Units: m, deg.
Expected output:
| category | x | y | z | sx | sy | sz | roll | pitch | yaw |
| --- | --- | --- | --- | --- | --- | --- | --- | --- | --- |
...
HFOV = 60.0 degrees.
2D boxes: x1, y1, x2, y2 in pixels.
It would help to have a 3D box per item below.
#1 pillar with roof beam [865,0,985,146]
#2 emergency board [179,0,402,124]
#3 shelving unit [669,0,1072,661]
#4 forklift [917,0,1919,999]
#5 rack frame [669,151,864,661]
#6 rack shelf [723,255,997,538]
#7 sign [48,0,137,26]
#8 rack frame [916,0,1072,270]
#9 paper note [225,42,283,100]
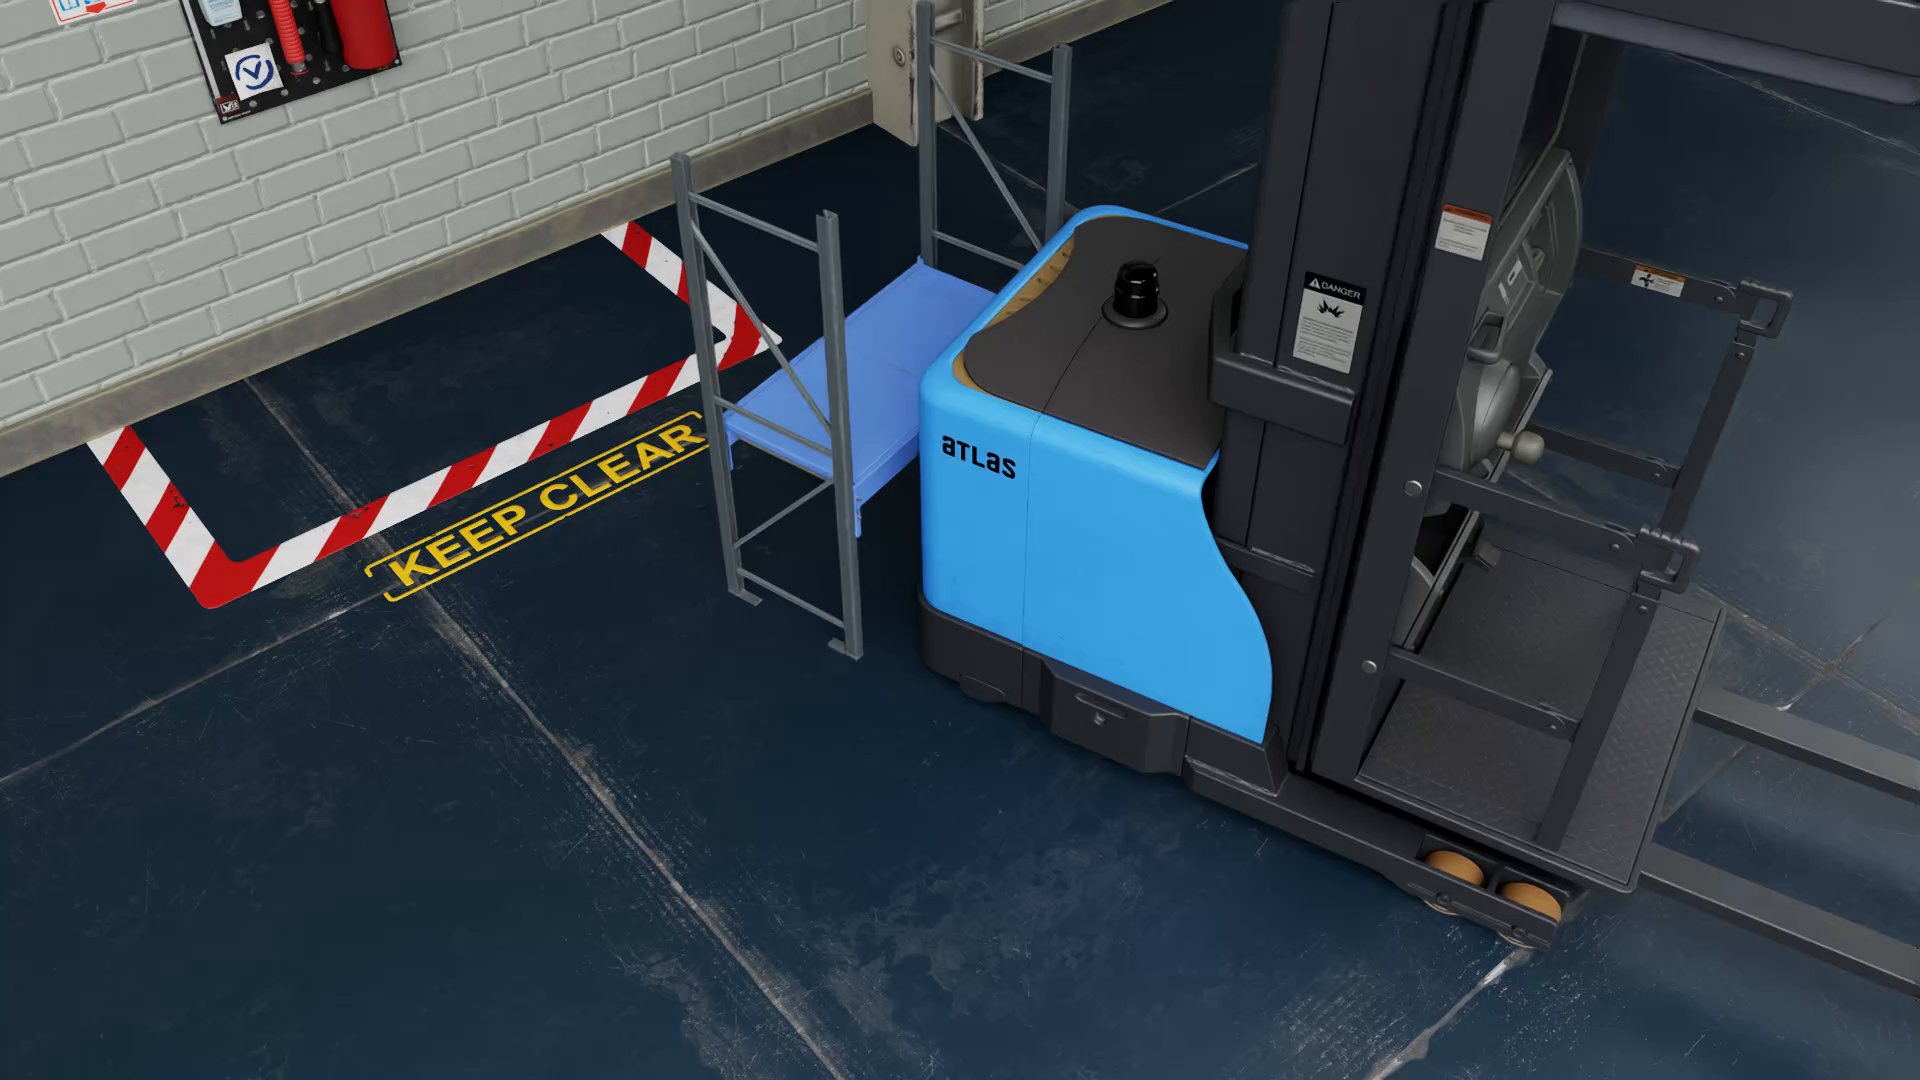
| category | x | y | z | sx | sy | sz | roll | pitch | yaw |
| --- | --- | --- | --- | --- | --- | --- | --- | --- | --- |
| pillar with roof beam | 2.618 | -2.846 | 1.707 | 0.400 | 9.000 | 9.100 | -30 | 51 | -28 |
| emergency board | -2.065 | -1.854 | 5.033 | 0.643 | 1.169 | 0.194 | -30 | 51 | -28 |
| shelving unit | -0.203 | -0.583 | 4.776 | 0.538 | 1.500 | 1.048 | 26 | 49 | 25 |
| forklift | 1.415 | -0.469 | 3.608 | 3.031 | 2.935 | 1.130 | 22 | 47 | 21 |
| rack frame | -0.496 | -0.299 | 4.473 | 0.500 | 1.500 | 0.032 | 26 | 49 | 25 |
| rack shelf | -0.204 | -0.452 | 4.899 | 0.538 | 0.185 | 1.000 | 26 | 49 | 25 |
| sign | -2.555 | -1.678 | 4.820 | 0.234 | 0.329 | 0.001 | -30 | 51 | -28 |
| rack frame | 0.089 | -0.868 | 5.079 | 0.500 | 1.500 | 0.032 | 26 | 49 | 25 |
| paper note | -2.245 | -1.491 | 5.290 | 0.142 | 0.148 | 0.016 | -30 | 51 | -28 |
